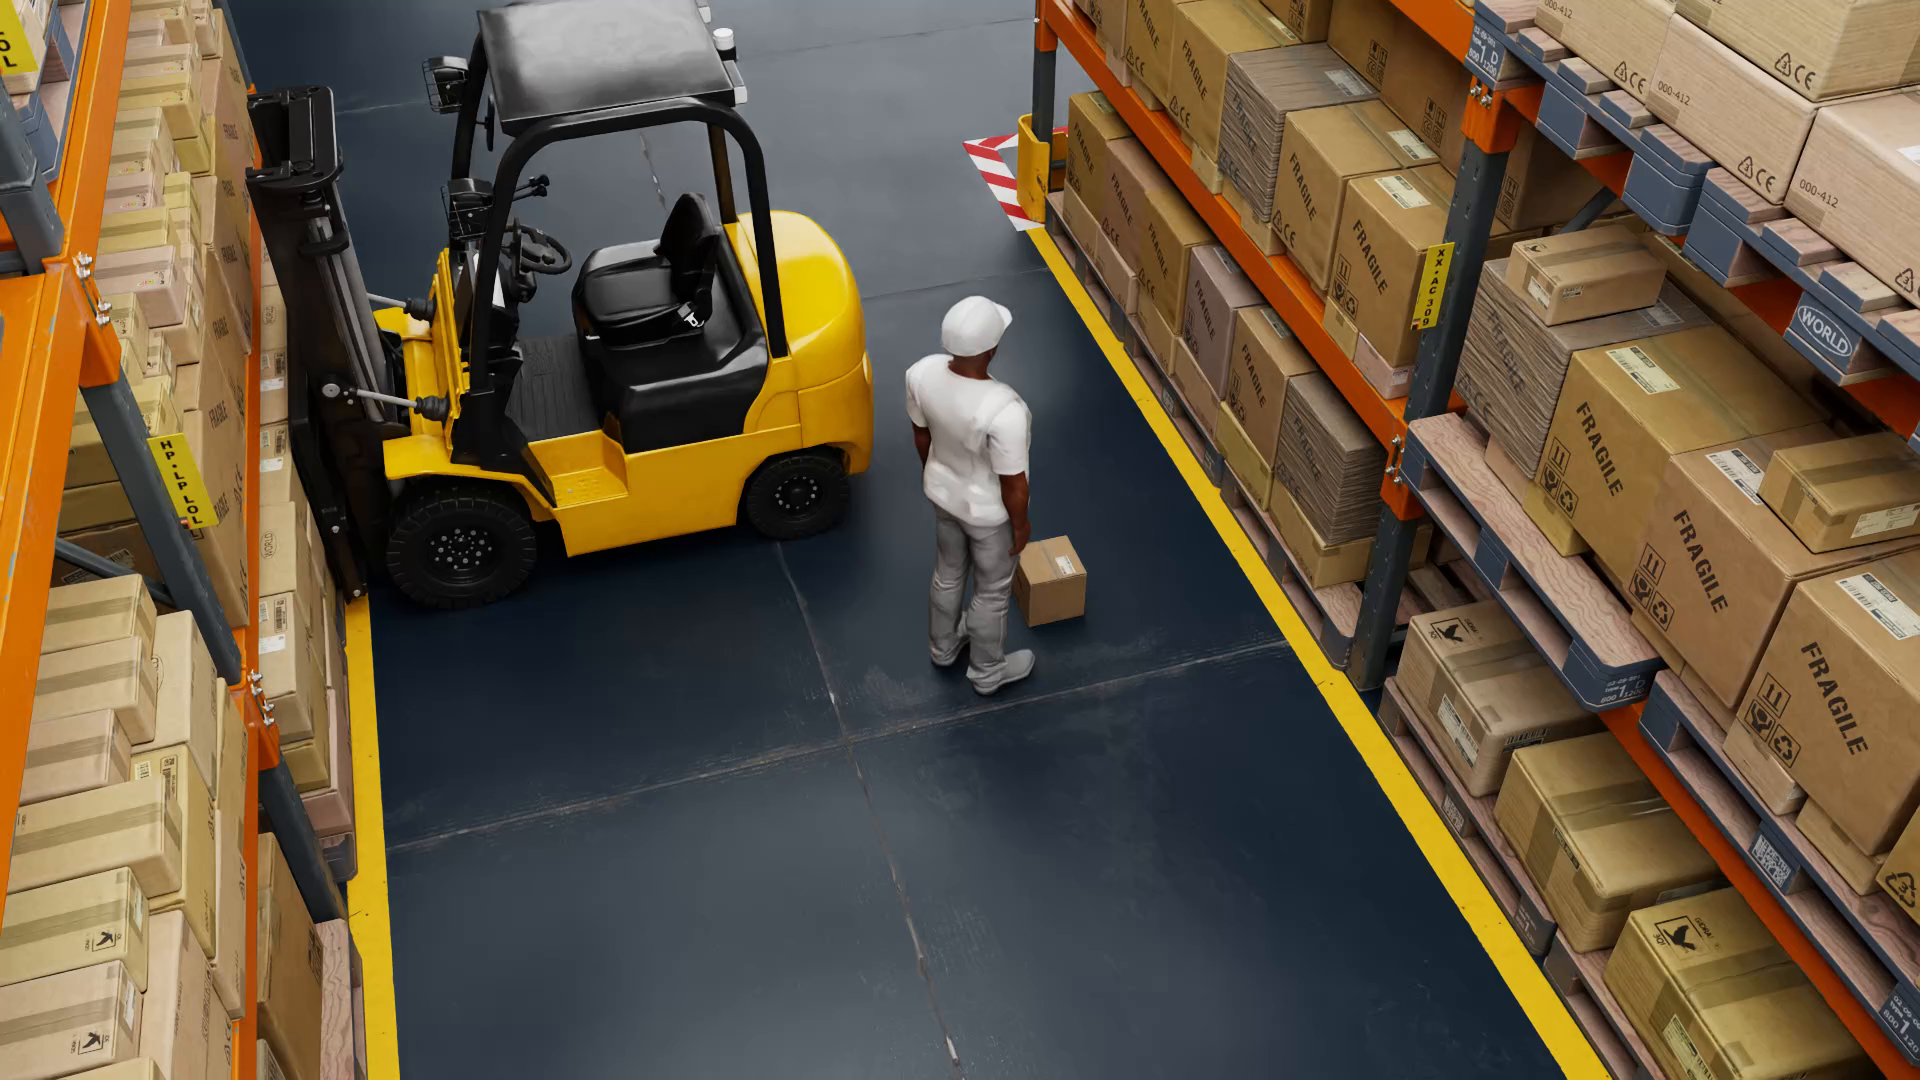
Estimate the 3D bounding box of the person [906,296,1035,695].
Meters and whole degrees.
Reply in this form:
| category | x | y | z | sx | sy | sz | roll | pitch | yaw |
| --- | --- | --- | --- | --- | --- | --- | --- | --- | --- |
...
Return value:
| category | x | y | z | sx | sy | sz | roll | pitch | yaw |
| --- | --- | --- | --- | --- | --- | --- | --- | --- | --- |
| person | 0.054 | -0.172 | 6.326 | 0.340 | 1.765 | 0.561 | -34 | 52 | -32 |
